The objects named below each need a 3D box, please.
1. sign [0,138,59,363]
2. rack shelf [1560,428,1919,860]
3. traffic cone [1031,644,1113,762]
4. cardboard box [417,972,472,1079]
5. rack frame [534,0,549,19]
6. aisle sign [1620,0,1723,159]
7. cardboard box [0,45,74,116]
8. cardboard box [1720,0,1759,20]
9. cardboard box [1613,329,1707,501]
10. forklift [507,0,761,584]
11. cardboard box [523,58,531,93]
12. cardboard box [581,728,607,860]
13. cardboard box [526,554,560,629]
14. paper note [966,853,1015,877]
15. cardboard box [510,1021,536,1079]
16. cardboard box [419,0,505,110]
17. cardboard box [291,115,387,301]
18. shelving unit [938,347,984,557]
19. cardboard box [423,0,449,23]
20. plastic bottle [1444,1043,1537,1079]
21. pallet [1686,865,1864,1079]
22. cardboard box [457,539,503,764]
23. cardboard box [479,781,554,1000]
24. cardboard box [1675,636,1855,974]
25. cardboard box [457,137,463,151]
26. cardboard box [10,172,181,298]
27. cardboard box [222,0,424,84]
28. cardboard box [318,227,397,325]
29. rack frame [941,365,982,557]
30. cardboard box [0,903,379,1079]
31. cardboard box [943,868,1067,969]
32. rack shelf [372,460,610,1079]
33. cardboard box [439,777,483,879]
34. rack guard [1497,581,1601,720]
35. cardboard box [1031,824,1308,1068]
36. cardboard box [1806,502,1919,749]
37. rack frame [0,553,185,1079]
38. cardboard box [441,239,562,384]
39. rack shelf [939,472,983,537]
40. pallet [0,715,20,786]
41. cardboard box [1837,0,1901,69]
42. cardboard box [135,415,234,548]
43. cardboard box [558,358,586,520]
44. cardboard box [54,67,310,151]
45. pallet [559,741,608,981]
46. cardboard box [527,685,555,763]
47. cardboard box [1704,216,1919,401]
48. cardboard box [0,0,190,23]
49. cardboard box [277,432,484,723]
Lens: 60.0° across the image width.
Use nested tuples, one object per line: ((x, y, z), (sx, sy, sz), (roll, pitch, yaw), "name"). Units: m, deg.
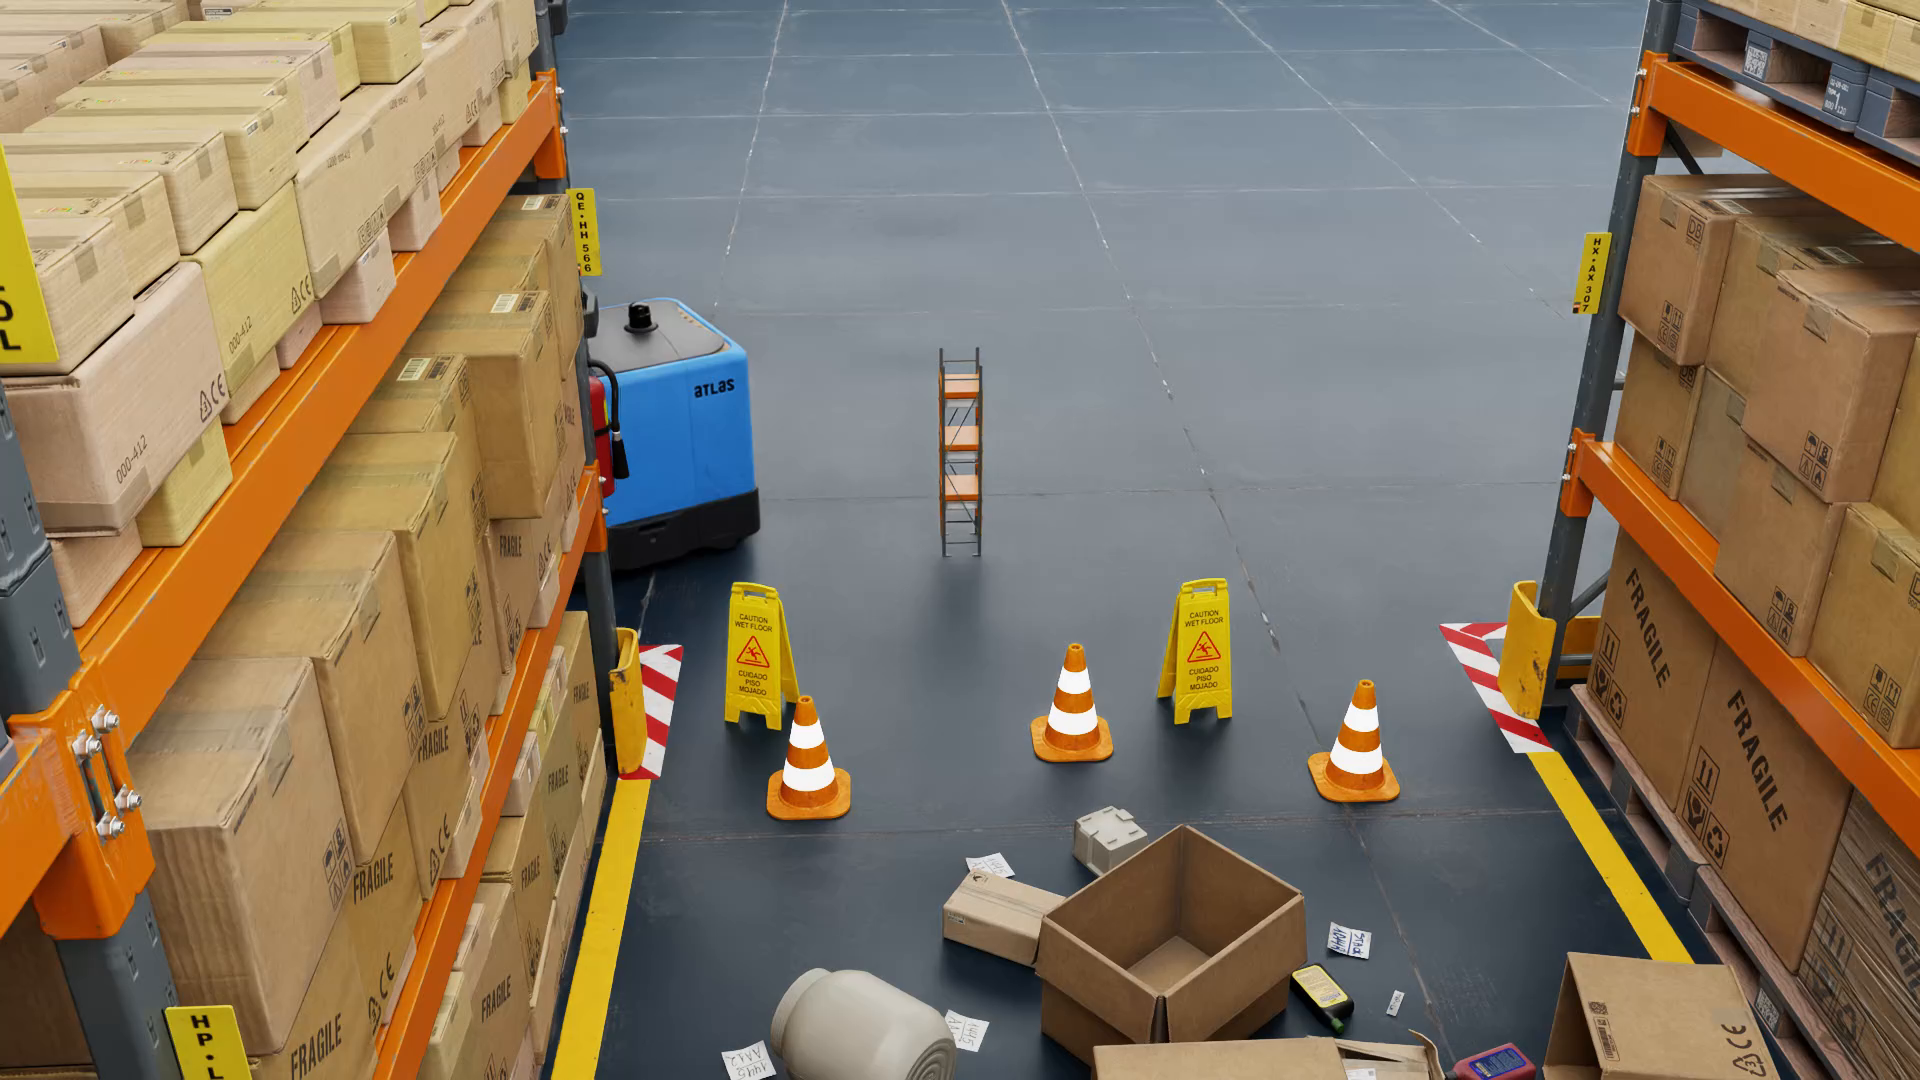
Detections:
((-1.162, -0.363, 1.975), (0.100, 0.325, 0.005), (-1, 28, -3), "sign")
((3.118, 0.615, 5.106), (1.077, 0.370, 4.000), (-1, 28, -3), "rack shelf")
((0.477, 0.647, 7.010), (0.336, 0.463, 0.334), (-1, 28, -3), "traffic cone")
((-1.452, 1.223, 4.169), (0.380, 0.149, 0.250), (0, 28, -1), "cardboard box")
((-1.924, -3.122, 5.004), (1.000, 3.000, 0.127), (-1, 28, -3), "rack frame")
((2.710, -1.806, 6.158), (0.394, 0.787, 0.004), (-1, 28, -3), "aisle sign")
((-2.085, -0.925, 3.446), (0.380, 0.149, 0.250), (-1, 28, -2), "cardboard box")
((2.725, -1.793, 5.411), (0.380, 0.149, 0.250), (-1, 28, -2), "cardboard box")
((3.078, -0.524, 6.349), (0.875, 0.550, 0.550), (-1, 28, -3), "cardboard box")
((-2.574, -1.131, 7.748), (3.031, 2.935, 1.130), (-16, 31, -27), "forklift")
((-1.627, -1.522, 5.453), (0.380, 0.149, 0.250), (-1, 28, -2), "cardboard box")
((-1.612, 0.949, 6.206), (0.500, 0.250, 0.500), (-2, 28, -3), "cardboard box")
((-1.532, 0.168, 5.455), (0.380, 0.149, 0.250), (-1, 28, -2), "cardboard box")
((0.113, 1.243, 6.334), (0.148, 0.019, 0.142), (-11, 30, -20), "paper note")
((-1.546, 1.648, 4.865), (0.500, 0.250, 0.500), (-2, 28, -3), "cardboard box")
((-1.617, -1.395, 4.777), (0.500, 0.250, 0.500), (-2, 28, -3), "cardboard box")
((-1.515, -0.689, 3.425), (0.500, 0.250, 0.500), (-1, 28, -2), "cardboard box")
((0.003, -0.441, 8.460), (0.215, 1.050, 0.252), (-1, 28, -3), "shelving unit")
((-1.643, -1.529, 4.604), (0.380, 0.149, 0.250), (-1, 28, -2), "cardboard box")
((1.707, 1.725, 5.377), (0.283, 0.061, 0.133), (-11, 30, -20), "plastic bottle")
((3.194, 1.538, 5.573), (1.003, 0.211, 1.213), (-1, 28, -3), "pallet")
((-1.569, 0.303, 4.496), (0.500, 0.500, 0.500), (-1, 28, -2), "cardboard box")
((-1.572, 1.076, 5.151), (0.500, 0.500, 0.500), (-2, 28, -4), "cardboard box")
((3.163, 0.846, 5.728), (0.875, 0.875, 0.875), (-2, 28, -3), "cardboard box")
((-1.654, -1.166, 4.770), (0.380, 0.149, 0.250), (-1, 28, -2), "cardboard box")
((-1.449, -0.459, 2.553), (0.380, 0.149, 0.250), (-1, 28, -1), "cardboard box")
((-1.498, -1.178, 3.930), (0.380, 0.149, 0.250), (-1, 28, -1), "cardboard box")
((-1.467, -0.581, 3.647), (0.380, 0.149, 0.250), (-2, 28, -4), "cardboard box")
((0.009, -0.384, 8.352), (0.200, 1.050, 0.008), (-1, 28, -3), "rack frame")
((-1.460, 0.999, 3.161), (0.500, 0.500, 0.500), (-1, 28, -3), "cardboard box")
((0.161, 1.358, 5.985), (0.380, 0.149, 0.250), (13, 30, 24), "cardboard box")
((-1.820, 0.781, 4.787), (1.077, 0.370, 4.000), (-1, 28, -3), "rack shelf")
((-1.469, 0.753, 4.335), (0.380, 0.149, 0.250), (-1, 28, -2), "cardboard box")
((3.012, 0.469, 7.310), (1.175, 0.500, 0.348), (-1, 28, -3), "rack guard")
((0.695, 1.395, 5.531), (0.797, 0.503, 0.637), (-23, 35, -37), "cardboard box")
((3.101, 0.235, 4.894), (0.875, 0.550, 0.500), (-1, 28, -3), "cardboard box")
((-1.716, 1.385, 2.850), (1.000, 3.000, 0.127), (-1, 28, -3), "rack frame")
((-1.661, -0.617, 5.178), (0.700, 0.500, 0.500), (-1, 28, -2), "cardboard box")
((0.003, -0.185, 8.593), (0.215, 0.259, 0.240), (-1, 28, -3), "rack shelf")
((-1.790, 0.426, 1.648), (1.213, 0.211, 1.003), (-1, 28, -3), "pallet")
((2.764, -1.445, 4.742), (0.380, 0.149, 0.250), (-1, 28, -2), "cardboard box")
((-1.442, -0.105, 2.736), (0.380, 0.149, 0.250), (-1, 28, -3), "cardboard box")
((-1.621, -0.394, 5.832), (0.500, 0.500, 0.500), (-2, 28, -4), "cardboard box")
((-1.504, -0.817, 3.238), (0.380, 0.149, 0.250), (-2, 28, -4), "cardboard box")
((-1.913, 1.186, 6.248), (1.003, 0.211, 1.213), (-1, 28, -3), "pallet")
((-1.526, 0.599, 5.365), (0.380, 0.149, 0.250), (-1, 28, -2), "cardboard box")
((3.115, -0.749, 5.613), (0.875, 0.550, 0.550), (-1, 28, -3), "cardboard box")
((-2.150, -1.279, 4.125), (0.380, 0.149, 0.250), (-1, 28, -1), "cardboard box")
((-1.526, 0.089, 3.826), (0.700, 0.500, 0.500), (-2, 28, -4), "cardboard box")
